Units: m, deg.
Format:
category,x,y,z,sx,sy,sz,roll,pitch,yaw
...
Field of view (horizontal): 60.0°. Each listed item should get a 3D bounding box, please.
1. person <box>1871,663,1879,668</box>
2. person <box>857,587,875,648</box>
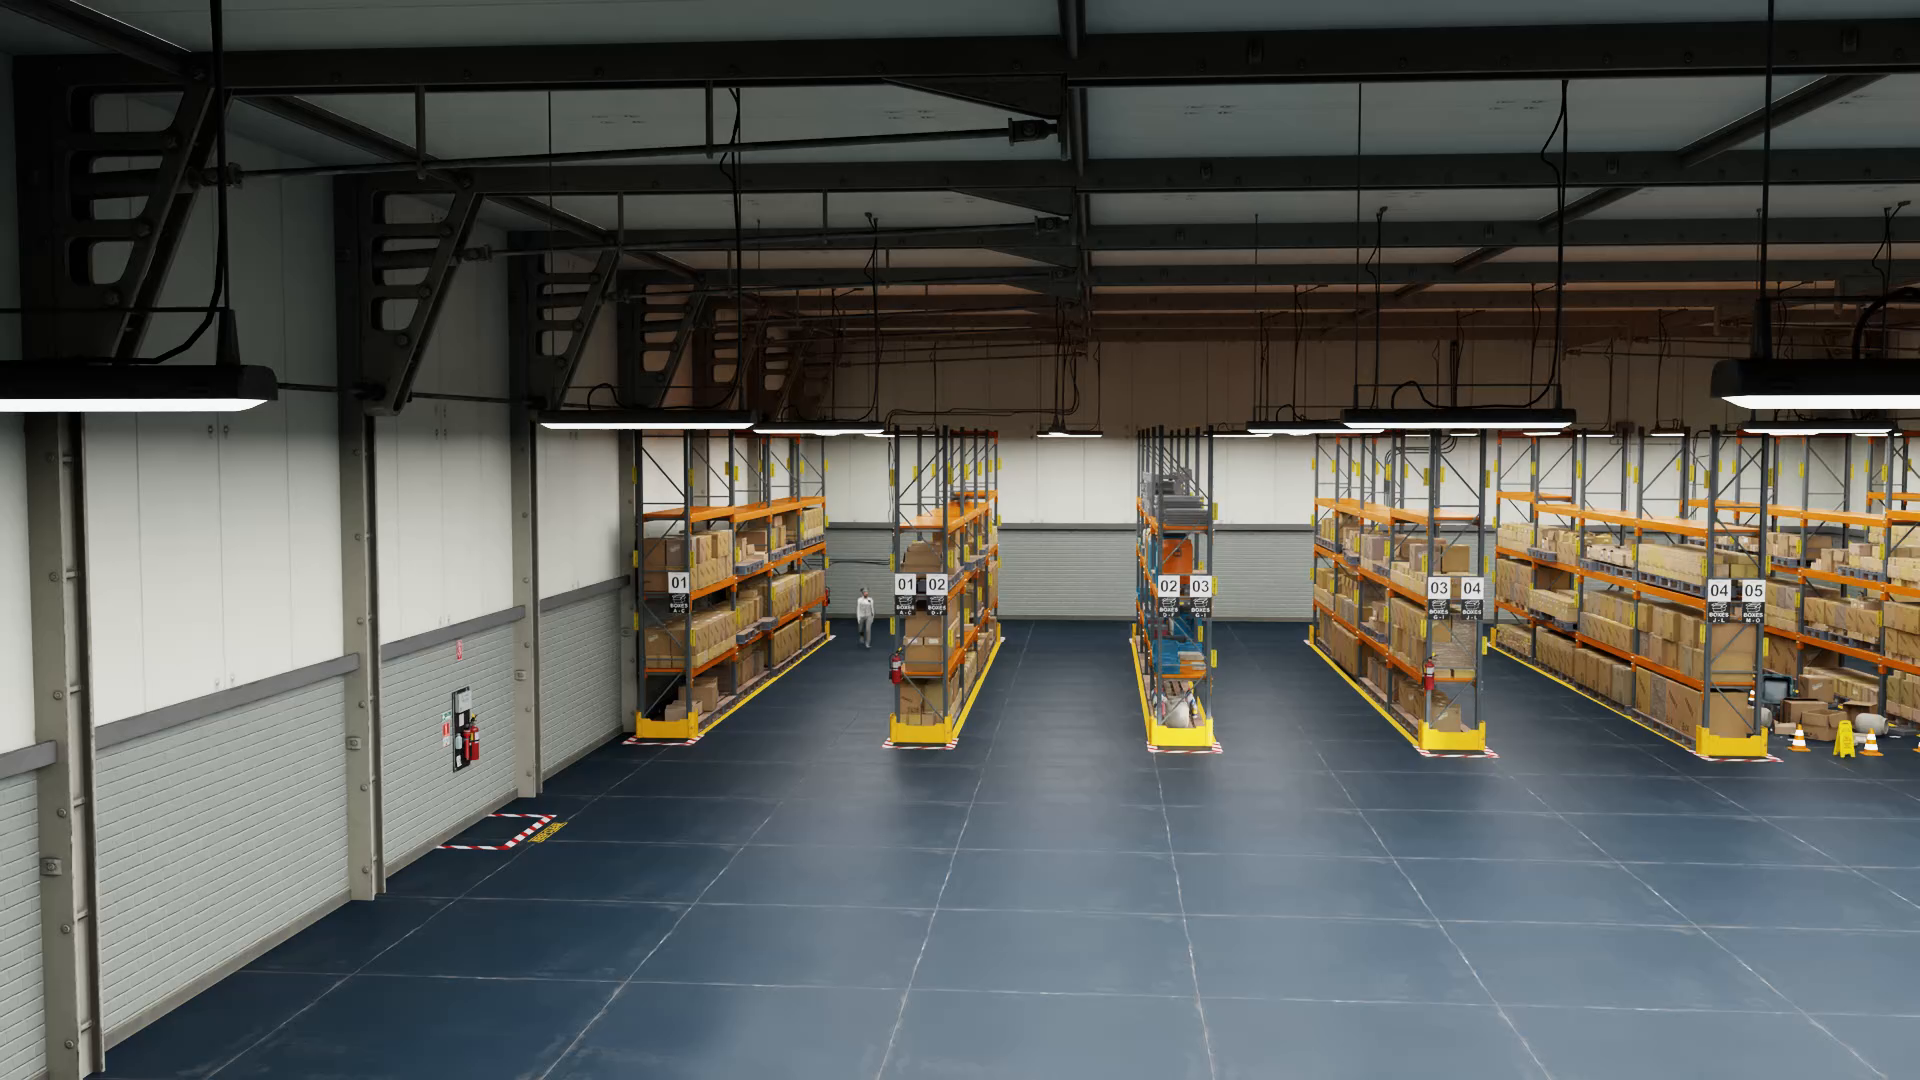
category,x,y,z,sx,sy,sz,roll,pitch,yaw
person,22.854,2.327,41.512,0.611,1.820,0.511,-1,4,-17
person,-2.603,2.121,45.958,0.482,1.657,0.707,0,3,2
